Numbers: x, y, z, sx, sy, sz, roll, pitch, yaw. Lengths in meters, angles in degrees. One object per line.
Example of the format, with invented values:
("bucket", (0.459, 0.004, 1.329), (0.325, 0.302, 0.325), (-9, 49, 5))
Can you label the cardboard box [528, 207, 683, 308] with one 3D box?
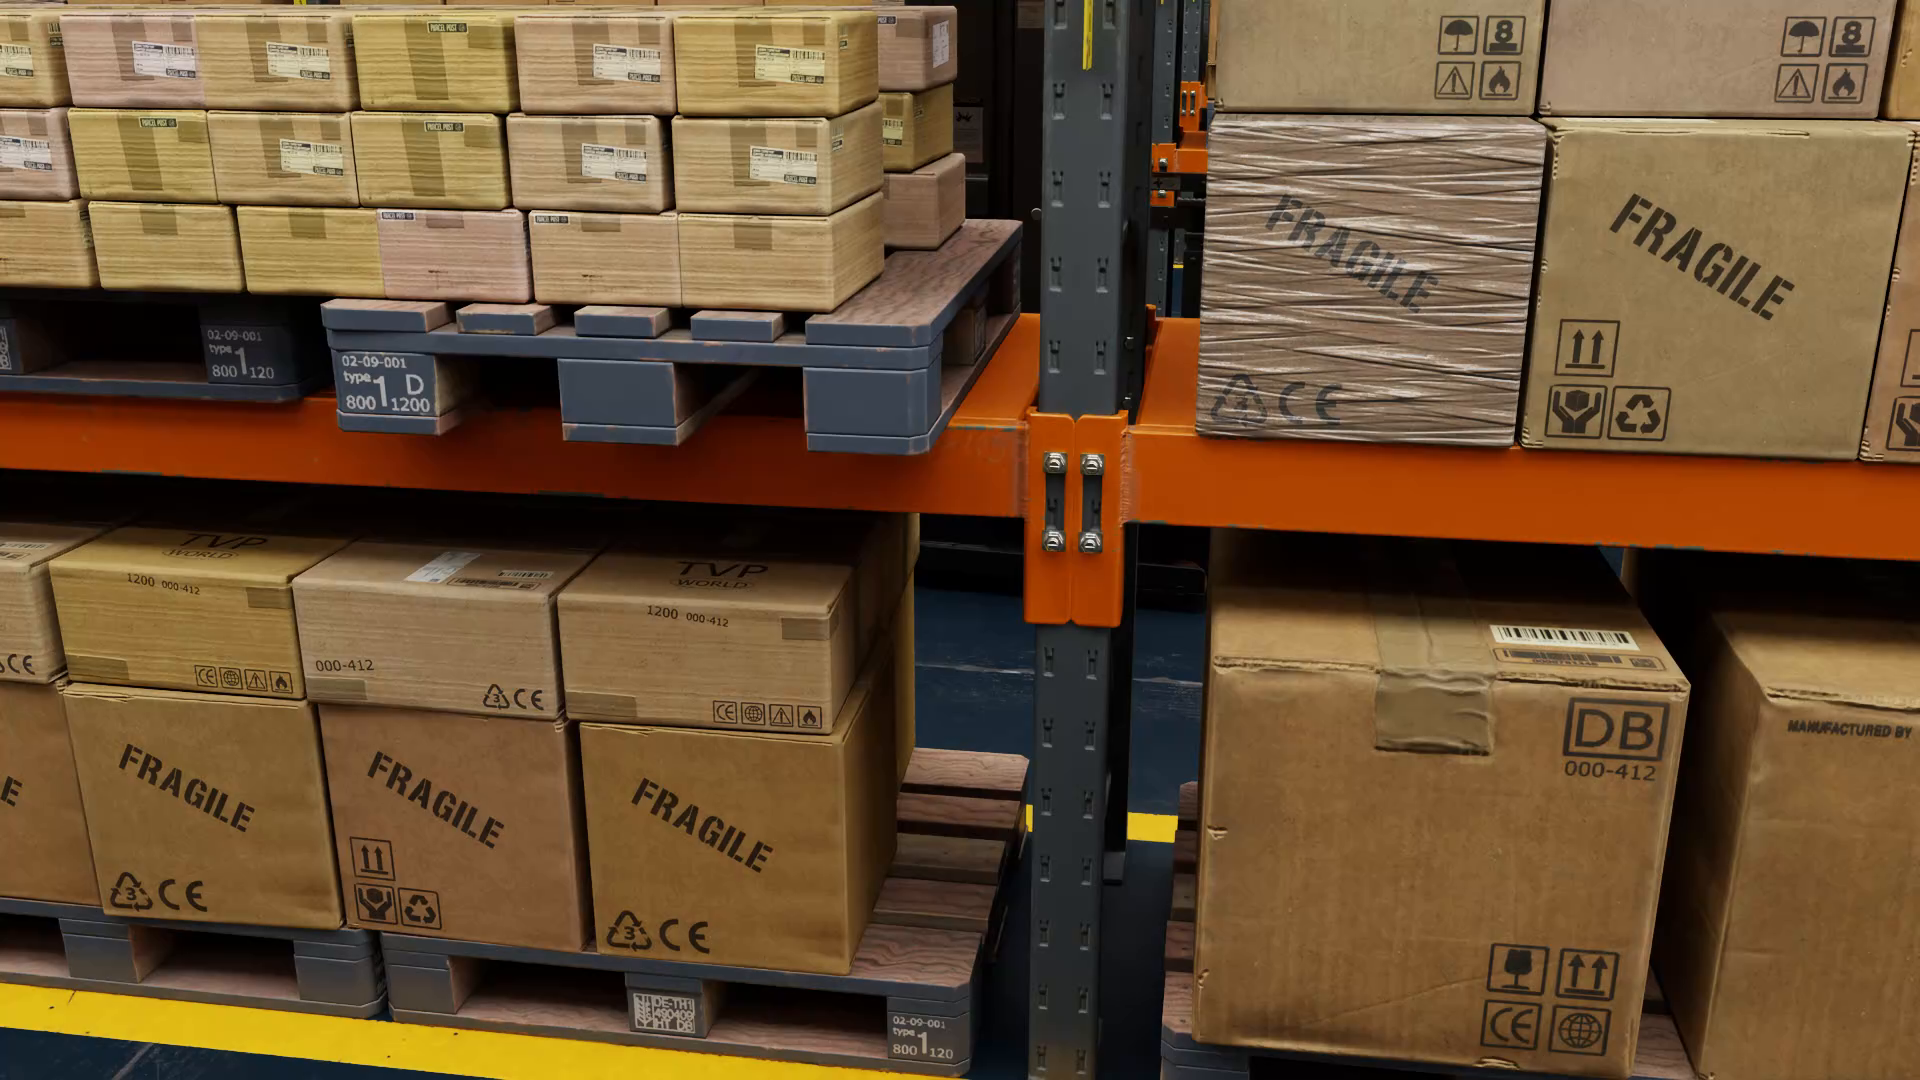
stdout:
("cardboard box", (-0.534, -0.504, 2.817), (0.250, 0.149, 0.380), (3, 19, 9))

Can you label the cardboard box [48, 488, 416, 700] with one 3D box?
("cardboard box", (-1.446, 0.096, 3.386), (0.500, 0.250, 0.500), (3, 19, 10))

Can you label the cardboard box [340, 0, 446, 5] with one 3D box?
("cardboard box", (-2.604, -2.697, 7.903), (0.500, 0.500, 0.500), (3, 19, 9))

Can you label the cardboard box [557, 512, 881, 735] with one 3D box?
("cardboard box", (-0.446, 0.148, 3.229), (0.500, 0.250, 0.500), (2, 19, 7))

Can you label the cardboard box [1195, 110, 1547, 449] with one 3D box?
("cardboard box", (0.671, -0.471, 2.825), (0.500, 0.500, 0.500), (3, 19, 9))

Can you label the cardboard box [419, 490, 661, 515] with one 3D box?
("cardboard box", (-0.872, -0.036, 3.778), (0.500, 0.250, 0.500), (3, 19, 8))

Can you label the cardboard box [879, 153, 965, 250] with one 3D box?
("cardboard box", (-0.139, -0.696, 3.390), (0.250, 0.149, 0.380), (3, 19, 8))

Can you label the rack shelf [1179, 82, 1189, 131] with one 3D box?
("rack shelf", (-0.235, -3.401, 12.874), (4.000, 0.370, 1.077), (3, 19, 9))

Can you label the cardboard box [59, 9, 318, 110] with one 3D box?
("cardboard box", (-1.293, -0.826, 2.842), (0.250, 0.149, 0.380), (3, 19, 9))

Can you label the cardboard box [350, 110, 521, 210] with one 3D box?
("cardboard box", (-0.813, -0.659, 2.810), (0.250, 0.149, 0.380), (3, 19, 10))

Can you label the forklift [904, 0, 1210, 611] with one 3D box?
("forklift", (0.606, -1.340, 5.688), (3.031, 2.935, 1.130), (5, 19, 14))

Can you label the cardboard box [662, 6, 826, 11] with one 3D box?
("cardboard box", (-0.421, -0.989, 3.328), (0.250, 0.149, 0.380), (2, 19, 7))

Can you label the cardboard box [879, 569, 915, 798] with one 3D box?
("cardboard box", (-0.387, 0.340, 3.836), (0.500, 0.500, 0.500), (2, 19, 6))

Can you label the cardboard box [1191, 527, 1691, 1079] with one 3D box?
("cardboard box", (0.858, 0.396, 3.275), (0.750, 0.750, 1.050), (3, 19, 8))

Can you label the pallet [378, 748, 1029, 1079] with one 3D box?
("pallet", (-0.501, 0.752, 3.722), (1.213, 0.211, 1.003), (3, 19, 9))

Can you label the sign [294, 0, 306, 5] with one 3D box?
("sign", (-3.080, -2.562, 7.743), (0.005, 0.325, 0.100), (3, 19, 9))

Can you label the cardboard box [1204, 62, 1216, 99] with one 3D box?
("cardboard box", (1.248, -2.092, 7.561), (0.250, 0.149, 0.380), (2, 19, 5))

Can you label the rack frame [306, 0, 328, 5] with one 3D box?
("rack frame", (-2.993, -2.288, 8.412), (0.127, 3.000, 1.000), (3, 19, 9))

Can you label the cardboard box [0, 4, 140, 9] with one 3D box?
("cardboard box", (-1.965, -1.069, 3.567), (0.250, 0.149, 0.380), (2, 19, 6))

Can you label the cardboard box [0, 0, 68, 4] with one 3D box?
("cardboard box", (-4.507, -2.797, 8.202), (0.500, 0.500, 0.500), (3, 19, 9))

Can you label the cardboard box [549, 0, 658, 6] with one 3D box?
("cardboard box", (-1.603, -2.654, 7.774), (0.500, 0.500, 0.500), (2, 19, 7))

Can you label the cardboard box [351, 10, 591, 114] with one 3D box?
("cardboard box", (-0.792, -0.800, 2.763), (0.250, 0.149, 0.380), (4, 19, 10))

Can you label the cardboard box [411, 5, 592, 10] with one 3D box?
("cardboard box", (-0.923, -1.016, 3.410), (0.250, 0.149, 0.380), (2, 19, 6))

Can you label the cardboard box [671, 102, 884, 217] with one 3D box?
("cardboard box", (-0.289, -0.634, 2.735), (0.250, 0.149, 0.380), (3, 19, 10))

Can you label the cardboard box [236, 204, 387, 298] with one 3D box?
("cardboard box", (-1.034, -0.531, 2.896), (0.250, 0.149, 0.380), (3, 19, 8))

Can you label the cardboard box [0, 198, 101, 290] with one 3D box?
("cardboard box", (-1.555, -0.557, 2.976), (0.250, 0.149, 0.380), (3, 19, 10))

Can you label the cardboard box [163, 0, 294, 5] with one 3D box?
("cardboard box", (-3.503, -2.746, 8.050), (0.500, 0.500, 0.500), (3, 19, 8))

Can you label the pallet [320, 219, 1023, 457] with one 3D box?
("pallet", (-0.450, -0.442, 3.199), (1.003, 0.211, 1.213), (3, 19, 9))

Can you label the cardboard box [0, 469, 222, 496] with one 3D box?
("cardboard box", (-1.874, -0.091, 3.942), (0.500, 0.250, 0.500), (2, 19, 6))

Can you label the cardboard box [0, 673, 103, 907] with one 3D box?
("cardboard box", (-1.949, 0.423, 3.589), (0.500, 0.500, 0.500), (3, 19, 10))

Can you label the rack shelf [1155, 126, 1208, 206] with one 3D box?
("rack shelf", (2.931, -1.644, 7.624), (4.000, 0.370, 1.077), (3, 19, 9))

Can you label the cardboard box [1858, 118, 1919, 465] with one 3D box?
("cardboard box", (1.672, -0.420, 2.675), (0.500, 0.500, 0.500), (3, 19, 9))

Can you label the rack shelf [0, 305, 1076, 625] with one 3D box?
("rack shelf", (-1.704, -0.290, 3.576), (4.000, 0.370, 1.077), (3, 19, 9))

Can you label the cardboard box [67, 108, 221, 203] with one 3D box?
("cardboard box", (-1.306, -0.685, 2.888), (0.250, 0.149, 0.380), (3, 19, 8))

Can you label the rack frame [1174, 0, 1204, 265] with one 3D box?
("rack frame", (1.740, -3.641, 12.459), (0.127, 3.000, 1.000), (3, 19, 9))

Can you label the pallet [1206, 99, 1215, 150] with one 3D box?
("pallet", (1.677, -1.993, 7.834), (1.003, 0.211, 1.213), (3, 19, 9))

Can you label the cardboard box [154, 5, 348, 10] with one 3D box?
("cardboard box", (-1.453, -1.042, 3.487), (0.250, 0.149, 0.380), (3, 19, 10))

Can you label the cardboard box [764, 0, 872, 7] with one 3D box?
("cardboard box", (-0.593, -2.602, 7.620), (0.500, 0.500, 0.500), (3, 19, 9))

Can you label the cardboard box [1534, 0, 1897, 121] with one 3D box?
("cardboard box", (1.212, -1.001, 2.835), (0.500, 0.500, 0.700), (3, 19, 8))

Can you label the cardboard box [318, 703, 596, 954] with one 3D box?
("cardboard box", (-0.932, 0.477, 3.427), (0.500, 0.500, 0.500), (4, 19, 11))

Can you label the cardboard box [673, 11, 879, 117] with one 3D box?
("cardboard box", (-0.286, -0.774, 2.684), (0.250, 0.149, 0.380), (2, 19, 6))
